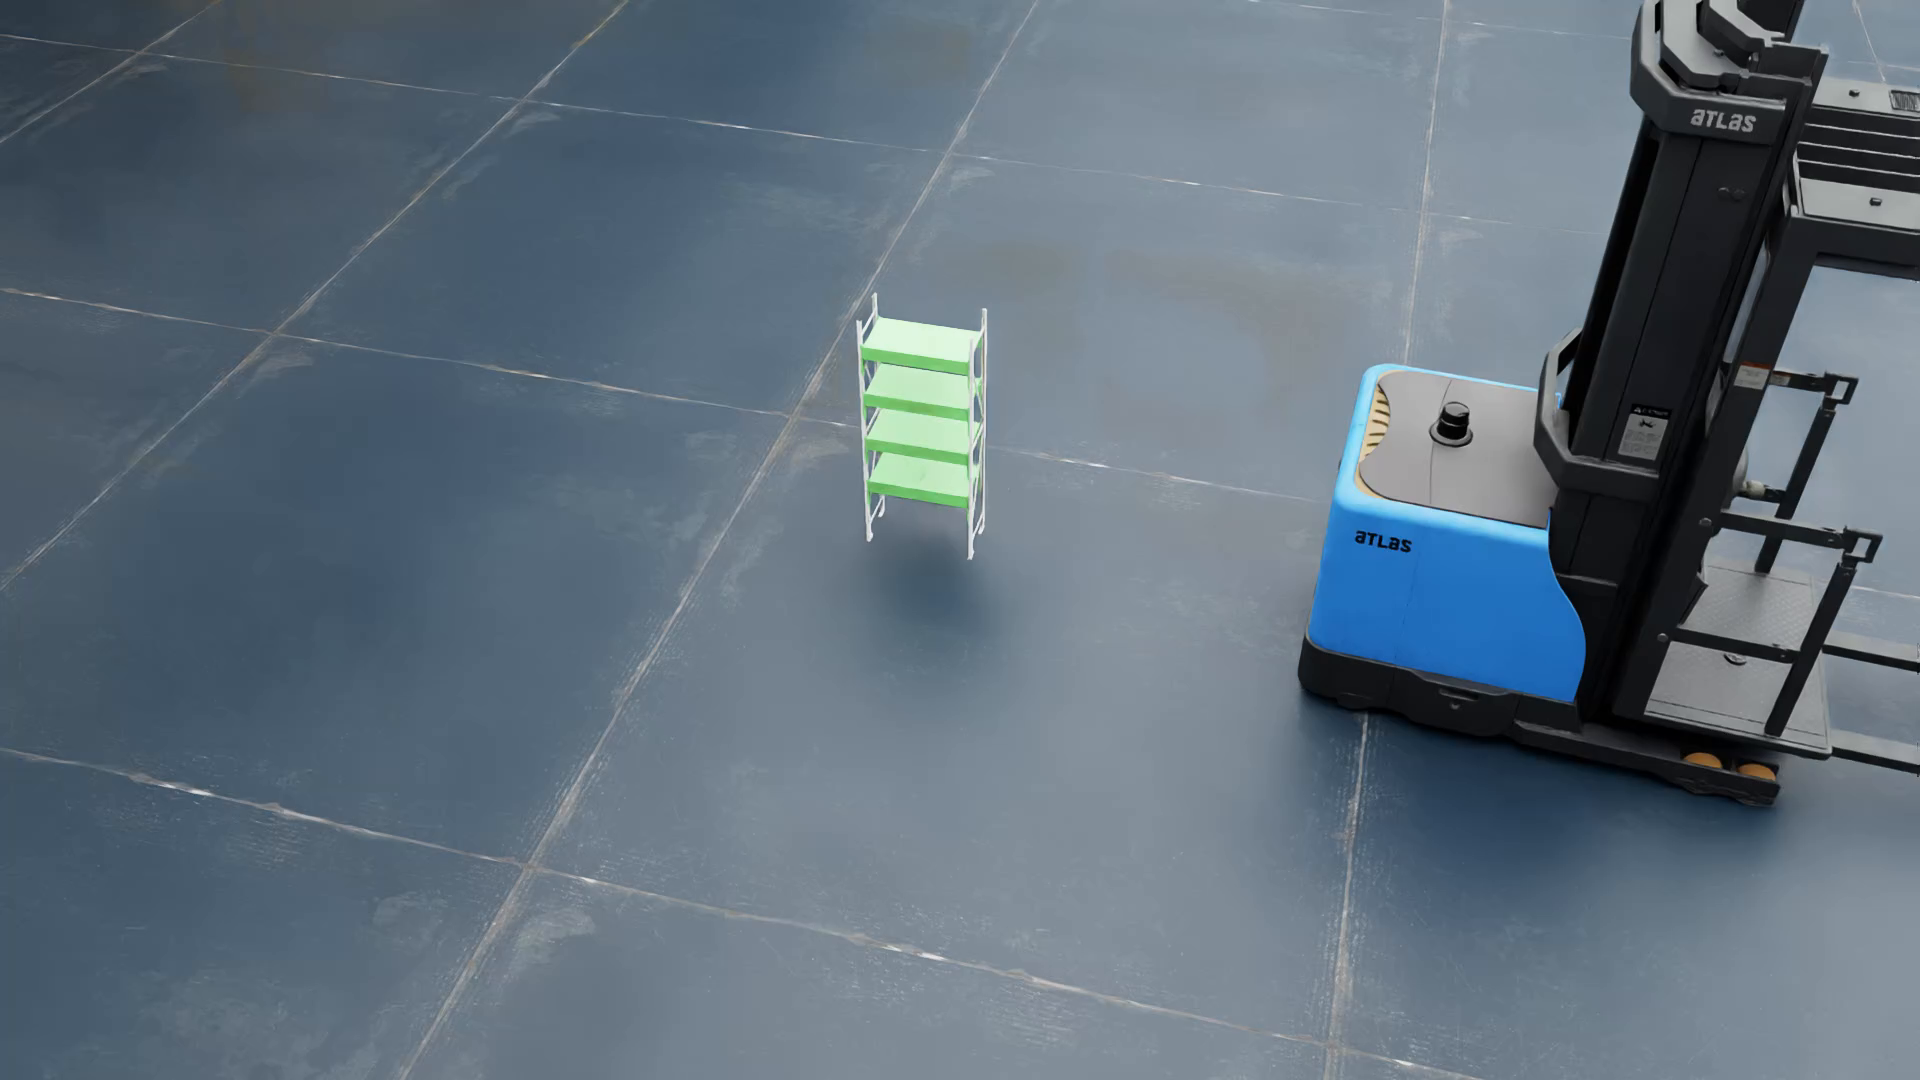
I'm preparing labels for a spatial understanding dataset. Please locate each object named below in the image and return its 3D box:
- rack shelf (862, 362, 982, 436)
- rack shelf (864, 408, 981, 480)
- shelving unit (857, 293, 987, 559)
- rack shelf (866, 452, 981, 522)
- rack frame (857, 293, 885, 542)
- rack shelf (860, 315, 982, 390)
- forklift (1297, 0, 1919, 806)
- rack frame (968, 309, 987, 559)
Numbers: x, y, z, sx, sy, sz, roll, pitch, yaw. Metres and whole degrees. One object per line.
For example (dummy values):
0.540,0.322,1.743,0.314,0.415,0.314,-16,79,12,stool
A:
-0.160,-0.622,7.284,0.480,0.148,0.258,10,41,11,rack shelf
-0.160,-0.438,7.438,0.480,0.148,0.258,10,41,11,rack shelf
-0.160,-0.487,7.397,0.503,1.200,0.258,10,41,11,shelving unit
-0.160,-0.254,7.592,0.480,0.148,0.258,10,41,11,rack shelf
-0.396,-0.528,7.445,0.015,1.200,0.240,10,41,11,rack frame
-0.160,-0.806,7.129,0.480,0.148,0.258,10,41,11,rack shelf
2.987,-0.469,6.029,3.031,2.935,1.130,12,41,14,forklift
0.076,-0.446,7.349,0.015,1.200,0.240,10,41,11,rack frame
